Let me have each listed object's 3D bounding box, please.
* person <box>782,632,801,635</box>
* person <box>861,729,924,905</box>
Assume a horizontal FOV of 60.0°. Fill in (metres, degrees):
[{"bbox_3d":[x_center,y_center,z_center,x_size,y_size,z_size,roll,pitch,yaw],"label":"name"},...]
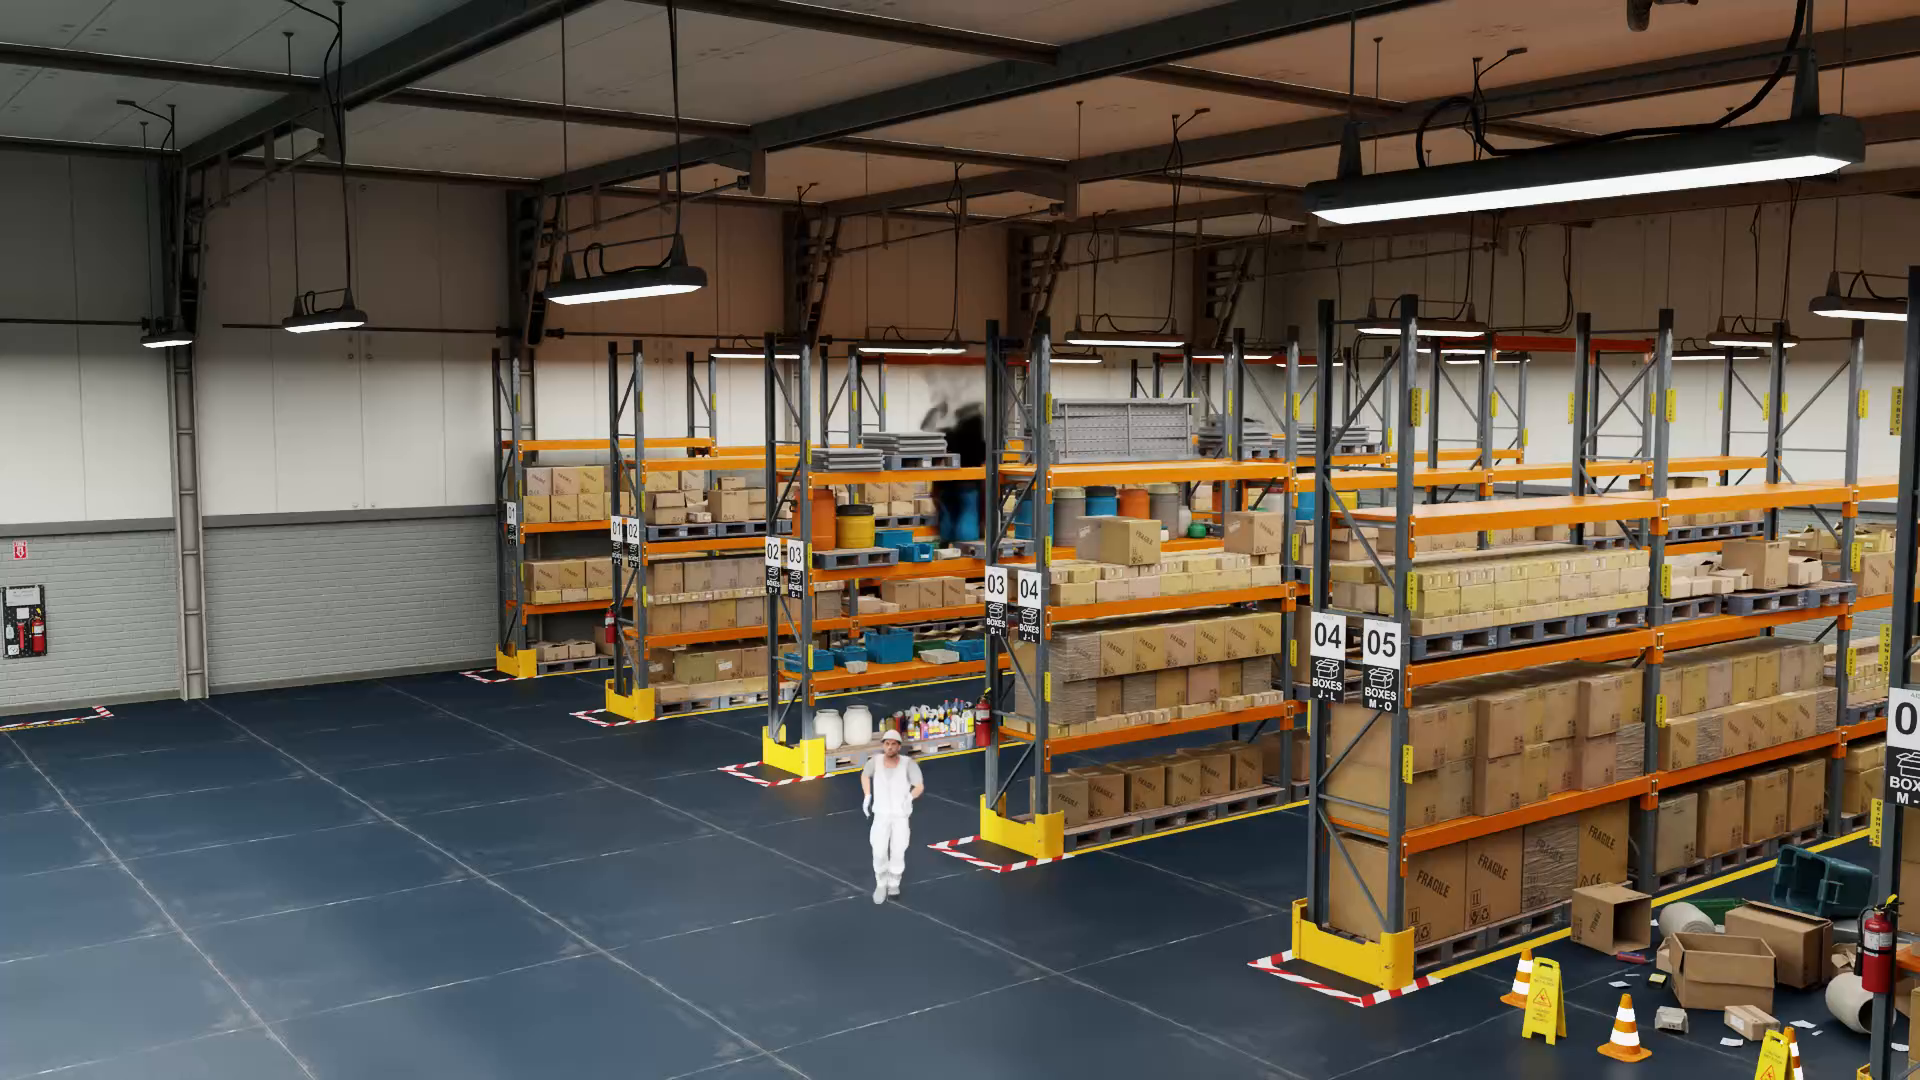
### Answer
[{"bbox_3d":[-3.076,1.606,30.940,0.590,1.677,0.664,-5,7,-44],"label":"person"},{"bbox_3d":[-0.688,2.807,16.843,0.647,1.789,0.702,0,5,0],"label":"person"}]
